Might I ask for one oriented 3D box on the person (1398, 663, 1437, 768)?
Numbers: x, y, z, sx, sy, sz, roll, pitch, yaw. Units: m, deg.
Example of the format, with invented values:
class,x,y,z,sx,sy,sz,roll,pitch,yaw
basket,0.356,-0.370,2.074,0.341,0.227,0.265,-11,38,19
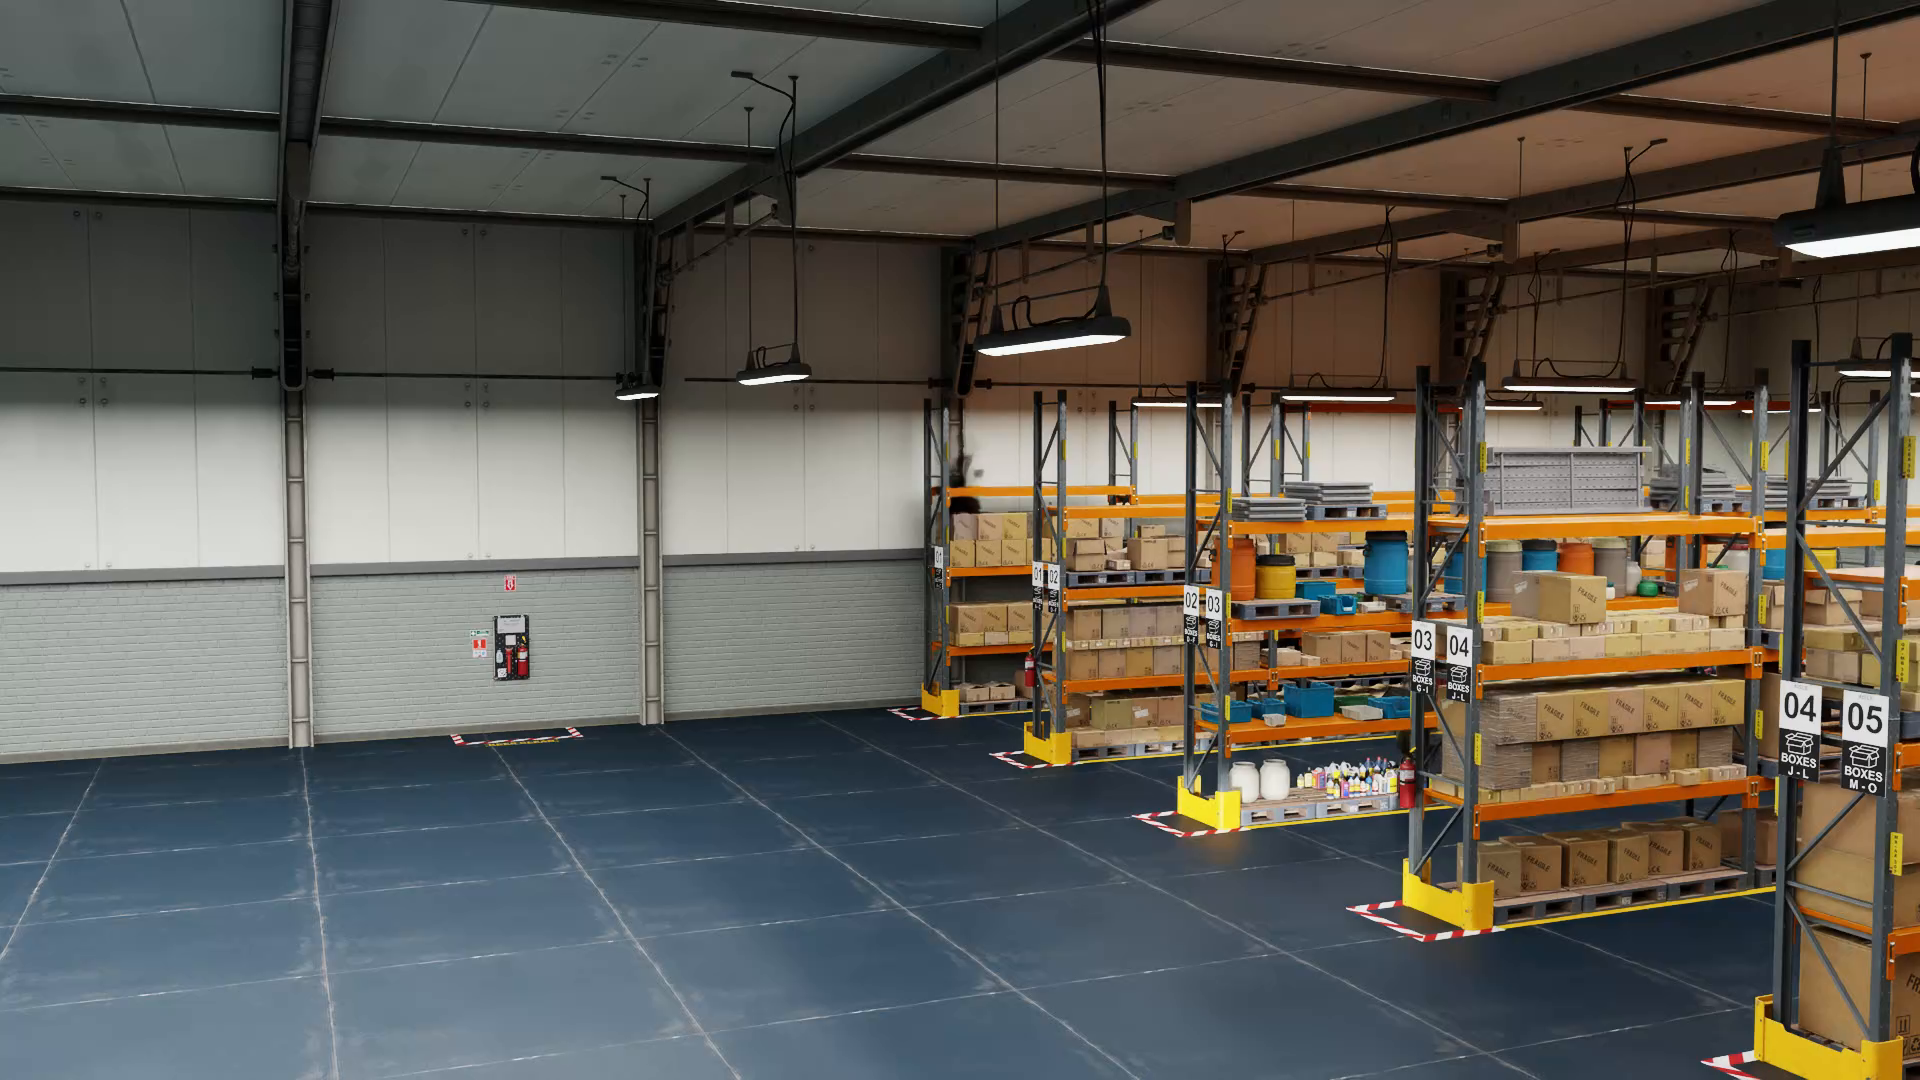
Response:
class,x,y,z,sx,sy,sz,roll,pitch,yaw
person,7.098,2.766,25.955,0.662,1.731,0.701,-1,4,-20
